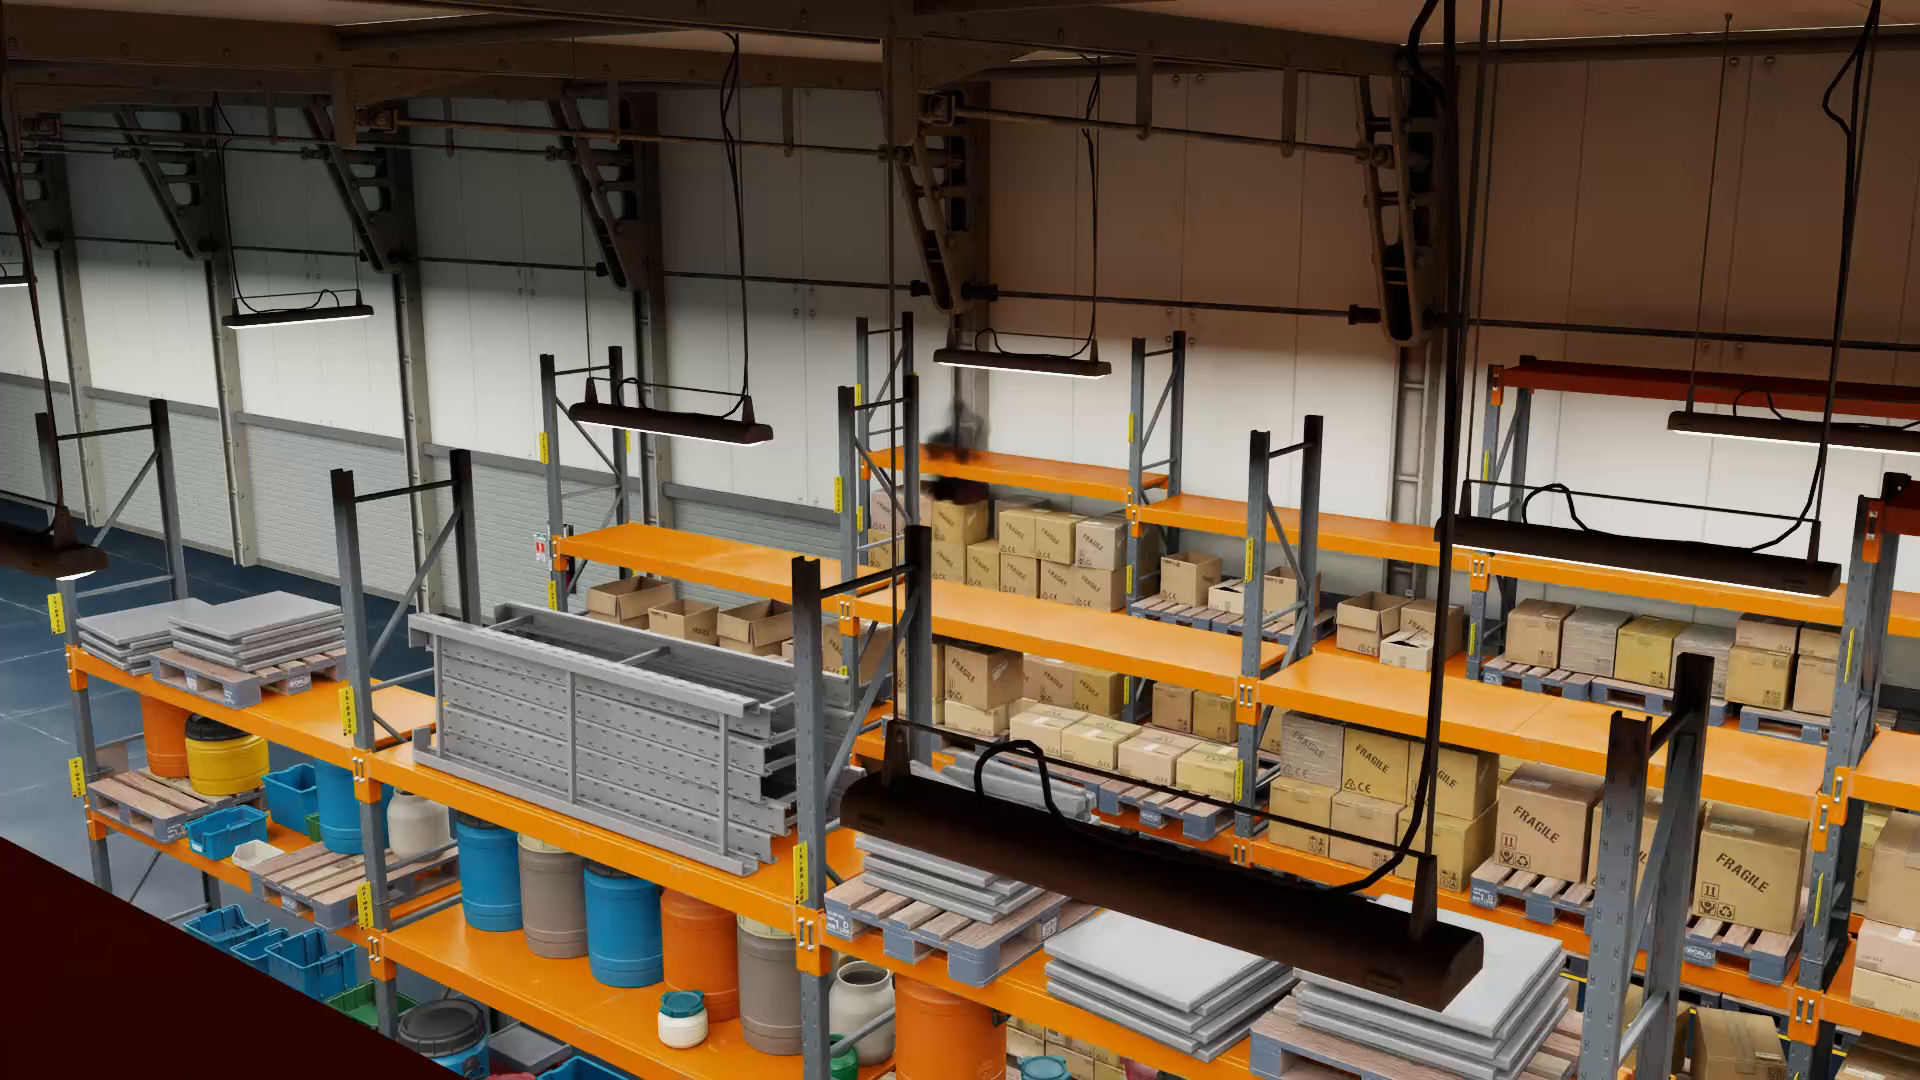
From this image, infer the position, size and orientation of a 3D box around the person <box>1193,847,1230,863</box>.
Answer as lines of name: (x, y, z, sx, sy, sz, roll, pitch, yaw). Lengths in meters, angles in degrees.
person: (2.425, 3.446, 16.537, 0.656, 1.742, 0.692, 6, 14, 23)
